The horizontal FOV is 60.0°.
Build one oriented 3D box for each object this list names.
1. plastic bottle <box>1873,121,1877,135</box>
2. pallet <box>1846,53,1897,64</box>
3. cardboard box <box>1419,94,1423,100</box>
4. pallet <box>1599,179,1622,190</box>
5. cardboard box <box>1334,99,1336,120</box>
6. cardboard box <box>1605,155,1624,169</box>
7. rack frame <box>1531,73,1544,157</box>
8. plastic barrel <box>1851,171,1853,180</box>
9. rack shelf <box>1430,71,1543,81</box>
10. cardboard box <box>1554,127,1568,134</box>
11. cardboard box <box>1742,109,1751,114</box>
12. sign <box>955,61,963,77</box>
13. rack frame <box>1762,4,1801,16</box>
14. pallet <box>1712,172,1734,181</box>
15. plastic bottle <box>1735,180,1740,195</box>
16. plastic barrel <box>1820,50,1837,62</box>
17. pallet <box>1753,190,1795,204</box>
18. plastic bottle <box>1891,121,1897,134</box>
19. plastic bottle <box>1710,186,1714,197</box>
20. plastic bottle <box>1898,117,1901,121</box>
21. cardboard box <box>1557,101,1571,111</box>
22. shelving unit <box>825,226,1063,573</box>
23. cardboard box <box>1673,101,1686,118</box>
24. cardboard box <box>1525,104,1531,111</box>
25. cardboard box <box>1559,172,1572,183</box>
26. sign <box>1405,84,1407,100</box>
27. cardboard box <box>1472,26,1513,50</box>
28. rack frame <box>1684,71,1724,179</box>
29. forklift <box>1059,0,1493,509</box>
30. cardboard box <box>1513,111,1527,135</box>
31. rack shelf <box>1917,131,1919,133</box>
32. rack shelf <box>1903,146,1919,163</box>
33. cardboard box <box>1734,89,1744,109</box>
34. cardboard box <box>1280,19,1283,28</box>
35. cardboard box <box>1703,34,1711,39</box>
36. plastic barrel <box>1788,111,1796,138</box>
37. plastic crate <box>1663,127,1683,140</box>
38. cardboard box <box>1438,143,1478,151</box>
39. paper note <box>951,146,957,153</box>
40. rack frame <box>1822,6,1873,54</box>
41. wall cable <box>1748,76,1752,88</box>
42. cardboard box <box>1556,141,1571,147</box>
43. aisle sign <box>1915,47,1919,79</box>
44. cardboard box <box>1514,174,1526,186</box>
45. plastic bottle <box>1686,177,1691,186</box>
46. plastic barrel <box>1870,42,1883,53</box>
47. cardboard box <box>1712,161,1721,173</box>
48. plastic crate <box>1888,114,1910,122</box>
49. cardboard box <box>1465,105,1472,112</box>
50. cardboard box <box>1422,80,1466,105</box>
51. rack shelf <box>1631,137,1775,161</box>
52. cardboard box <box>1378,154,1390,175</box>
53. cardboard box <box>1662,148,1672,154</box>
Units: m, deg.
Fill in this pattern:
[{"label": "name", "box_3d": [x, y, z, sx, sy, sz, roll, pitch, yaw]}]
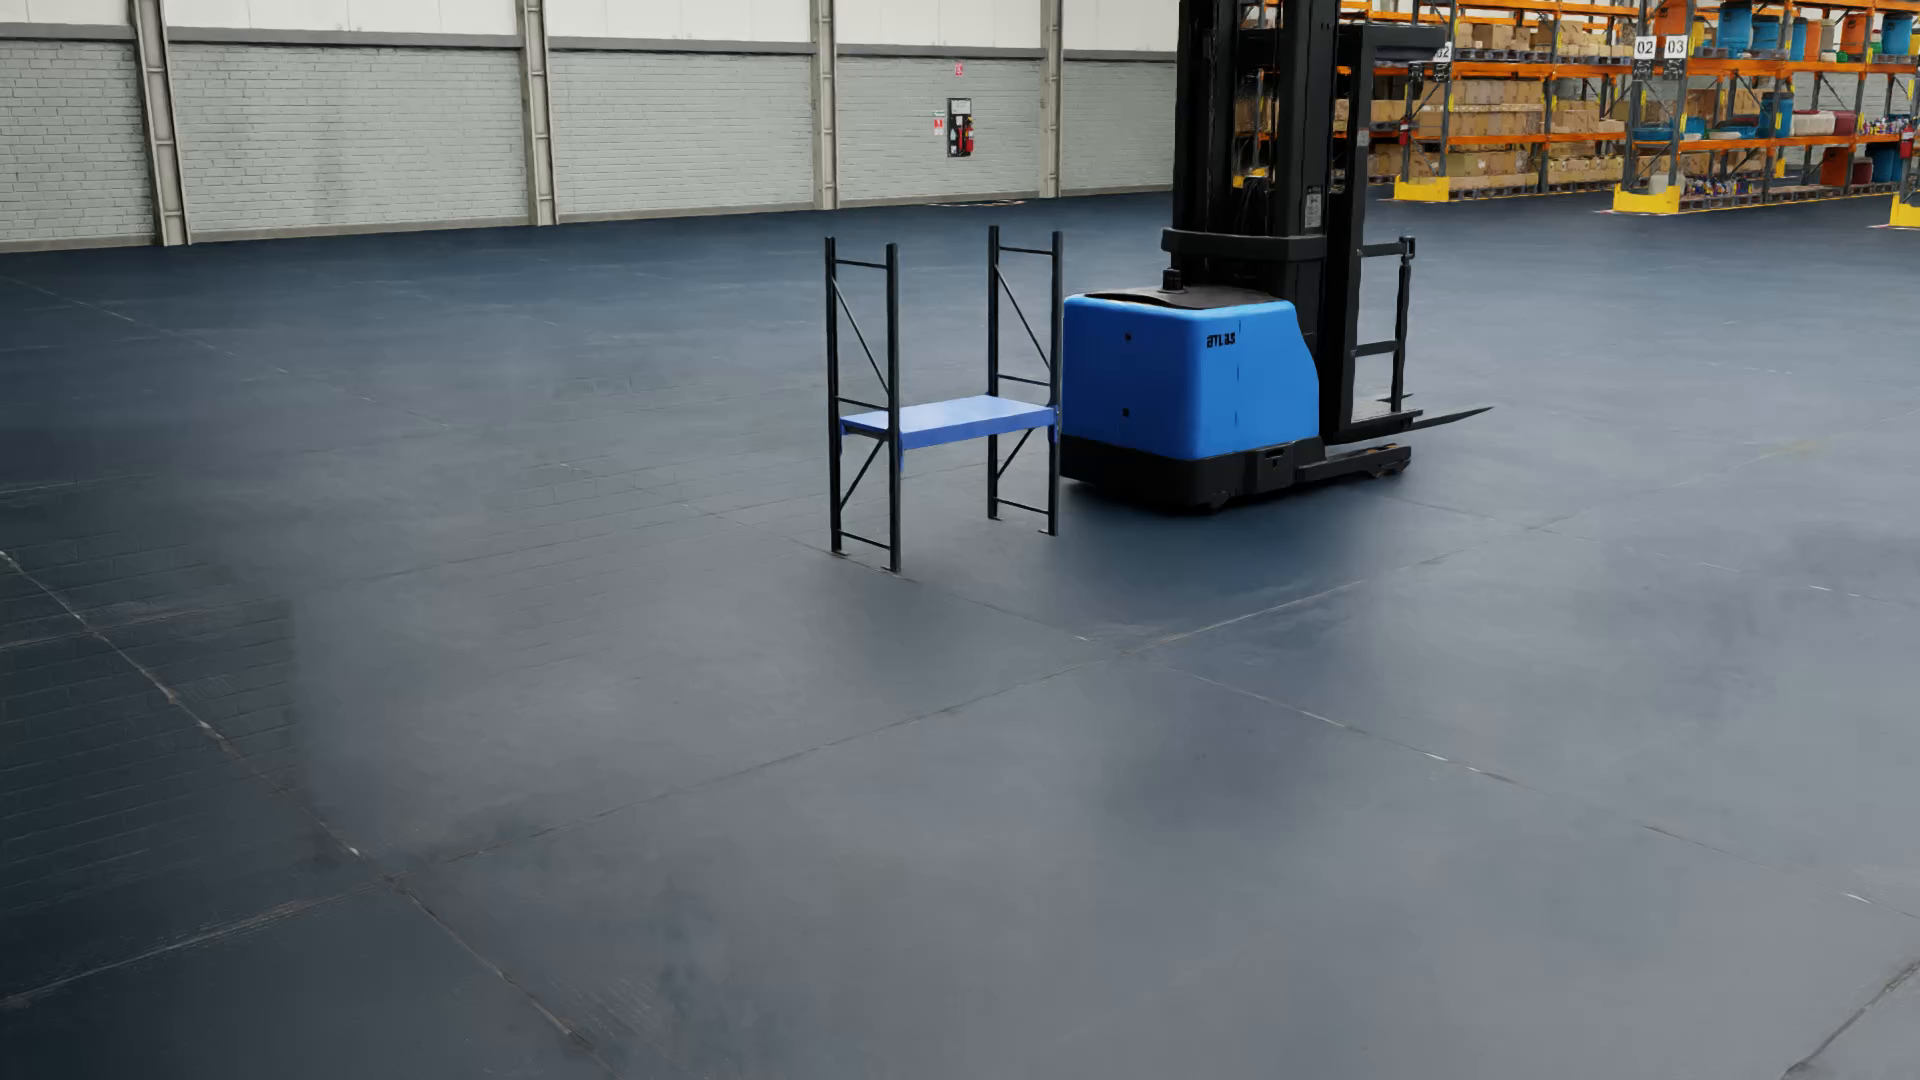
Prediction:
[{"label": "plastic bottle", "box_3d": [20.238, -9.119, 36.803, 0.133, 0.283, 0.061, -13, 19, -39]}, {"label": "pallet", "box_3d": [19.687, -10.502, 36.308, 1.213, 0.211, 1.003, -13, 19, -39]}, {"label": "cardboard box", "box_3d": [12.068, -11.415, 42.869, 0.380, 0.149, 0.250, 12, 19, 38]}, {"label": "pallet", "box_3d": [15.150, -8.520, 39.736, 1.213, 0.211, 1.003, -13, 19, -39]}, {"label": "cardboard box", "box_3d": [8.611, -10.275, 39.703, 0.500, 0.500, 0.500, -13, 20, -41]}, {"label": "cardboard box", "box_3d": [15.563, -9.007, 39.586, 0.500, 0.311, 0.500, -12, 19, -38]}, {"label": "rack frame", "box_3d": [15.559, -11.640, 46.015, 0.127, 3.000, 1.000, -13, 19, -39]}, {"label": "plastic barrel", "box_3d": [19.770, -8.234, 37.270, 0.421, 0.512, 0.421, 0, 15, 0]}, {"label": "rack shelf", "box_3d": [14.051, -12.403, 44.452, 4.000, 0.370, 1.077, -13, 19, -39]}, {"label": "cardboard box", "box_3d": [13.582, -9.310, 37.778, 0.250, 0.149, 0.380, -13, 19, -39]}, {"label": "cardboard box", "box_3d": [20.140, -10.929, 43.161, 0.500, 0.500, 0.500, -13, 20, -40]}, {"label": "sign", "box_3d": [-0.020, -9.604, 33.902, 0.199, 0.298, 0.001, -13, 19, -39]}, {"label": "rack frame", "box_3d": [21.832, -14.252, 44.169, 0.127, 3.000, 1.000, -13, 19, -39]}, {"label": "pallet", "box_3d": [19.333, -9.445, 43.201, 1.213, 0.211, 1.003, -13, 19, -39]}, {"label": "plastic bottle", "box_3d": [15.491, -7.023, 33.140, 0.133, 0.283, 0.061, -11, 19, -36]}, {"label": "plastic barrel", "box_3d": [18.239, -10.155, 34.911, 0.301, 0.262, 0.301, 0, 15, 0]}, {"label": "pallet", "box_3d": [16.595, -7.149, 34.607, 1.213, 0.211, 1.003, -13, 19, -39]}, {"label": "plastic bottle", "box_3d": [21.045, -9.312, 37.541, 0.135, 0.276, 0.152, -13, 19, -39]}, {"label": "plastic bottle", "box_3d": [14.661, -6.803, 32.476, 0.097, 0.201, 0.097, 0, 15, 0]}, {"label": "plastic bottle", "box_3d": [21.490, -9.496, 38.084, 0.185, 0.351, 0.144, -13, 19, -39]}, {"label": "cardboard box", "box_3d": [16.534, -11.996, 46.767, 0.700, 0.700, 0.980, -13, 20, -41]}, {"label": "shelving unit", "box_3d": [-0.064, -0.710, 8.002, 1.048, 1.500, 0.538, -13, 19, -39]}, {"label": "cardboard box", "box_3d": [17.522, -10.616, 41.174, 0.700, 0.500, 0.500, 10, 18, 33]}, {"label": "cardboard box", "box_3d": [12.331, -9.509, 36.584, 0.250, 0.149, 0.380, -13, 20, -41]}, {"label": "cardboard box", "box_3d": [13.632, -8.302, 38.032, 0.500, 0.250, 0.500, -12, 19, -38]}, {"label": "sign", "box_3d": [9.416, -9.425, 35.020, 0.005, 0.325, 0.100, -13, 19, -39]}, {"label": "cardboard box", "box_3d": [11.454, -10.836, 35.908, 0.637, 0.503, 0.797, -10, 18, -33]}, {"label": "rack frame", "box_3d": [18.814, -10.676, 42.407, 0.127, 3.000, 1.000, -13, 19, -39]}, {"label": "forklift", "box_3d": [2.008, -1.868, 9.563, 3.031, 2.935, 1.130, -12, 19, -38]}, {"label": "cardboard box", "box_3d": [12.055, -9.202, 36.695, 0.500, 0.500, 0.700, -13, 20, -40]}, {"label": "rack shelf", "box_3d": [23.572, -9.703, 40.155, 4.000, 0.370, 1.077, -13, 19, -39]}, {"label": "rack shelf", "box_3d": [17.770, -6.705, 28.935, 4.000, 0.370, 1.077, -13, 19, -39]}, {"label": "cardboard box", "box_3d": [19.743, -11.320, 42.686, 0.500, 0.500, 0.500, -13, 20, -41]}, {"label": "cardboard box", "box_3d": [7.368, -11.690, 38.221, 0.500, 0.500, 0.500, -13, 20, -40]}, {"label": "cardboard box", "box_3d": [18.386, -12.354, 41.674, 0.600, 0.600, 0.600, 14, 20, 42]}, {"label": "plastic barrel", "box_3d": [16.893, -8.541, 34.150, 0.433, 0.535, 0.433, 0, 15, 0]}, {"label": "plastic crate", "box_3d": [13.685, -7.859, 32.146, 0.408, 0.251, 0.499, -13, 19, -39]}, {"label": "cardboard box", "box_3d": [13.183, -10.226, 44.072, 0.750, 0.750, 0.750, -13, 20, -40]}, {"label": "paper note", "box_3d": [-0.127, -8.024, 34.186, 0.142, 0.148, 0.016, -13, 19, -39]}, {"label": "rack frame", "box_3d": [19.045, -11.932, 35.483, 0.127, 3.000, 1.000, -13, 19, -39]}, {"label": "wall cable", "box_3d": [23.078, -14.604, 51.504, 0.112, 2.526, 3.097, -13, 19, -39]}, {"label": "cardboard box", "box_3d": [17.315, -11.377, 47.802, 0.250, 0.149, 0.380, -12, 19, -39]}, {"label": "aisle sign", "box_3d": [16.018, -8.018, 27.418, 0.004, 0.787, 0.394, -13, 19, -39]}, {"label": "cardboard box", "box_3d": [12.189, -7.992, 36.870, 0.500, 0.250, 0.500, -13, 19, -39]}, {"label": "plastic bottle", "box_3d": [14.543, -7.097, 33.289, 0.185, 0.351, 0.144, -12, 19, -37]}, {"label": "plastic barrel", "box_3d": [19.996, -10.745, 36.340, 0.294, 0.245, 0.294, 0, 15, 0]}, {"label": "cardboard box", "box_3d": [19.273, -9.619, 42.805, 0.500, 0.311, 0.500, -13, 19, -39]}, {"label": "plastic crate", "box_3d": [22.191, -9.878, 39.333, 0.575, 0.384, 0.392, -13, 19, -39]}, {"label": "cardboard box", "box_3d": [10.585, -9.117, 35.118, 0.250, 0.149, 0.380, -13, 19, -39]}, {"label": "cardboard box", "box_3d": [10.162, -9.404, 34.936, 0.500, 0.500, 0.700, -13, 19, -39]}, {"label": "rack shelf", "box_3d": [14.519, -7.670, 32.545, 4.000, 0.370, 1.077, -13, 19, -39]}, {"label": "cardboard box", "box_3d": [10.426, -9.515, 42.050, 0.500, 0.500, 0.700, -13, 20, -40]}, {"label": "cardboard box", "box_3d": [17.535, -9.839, 41.812, 0.500, 0.250, 0.500, -13, 19, -39]}]
